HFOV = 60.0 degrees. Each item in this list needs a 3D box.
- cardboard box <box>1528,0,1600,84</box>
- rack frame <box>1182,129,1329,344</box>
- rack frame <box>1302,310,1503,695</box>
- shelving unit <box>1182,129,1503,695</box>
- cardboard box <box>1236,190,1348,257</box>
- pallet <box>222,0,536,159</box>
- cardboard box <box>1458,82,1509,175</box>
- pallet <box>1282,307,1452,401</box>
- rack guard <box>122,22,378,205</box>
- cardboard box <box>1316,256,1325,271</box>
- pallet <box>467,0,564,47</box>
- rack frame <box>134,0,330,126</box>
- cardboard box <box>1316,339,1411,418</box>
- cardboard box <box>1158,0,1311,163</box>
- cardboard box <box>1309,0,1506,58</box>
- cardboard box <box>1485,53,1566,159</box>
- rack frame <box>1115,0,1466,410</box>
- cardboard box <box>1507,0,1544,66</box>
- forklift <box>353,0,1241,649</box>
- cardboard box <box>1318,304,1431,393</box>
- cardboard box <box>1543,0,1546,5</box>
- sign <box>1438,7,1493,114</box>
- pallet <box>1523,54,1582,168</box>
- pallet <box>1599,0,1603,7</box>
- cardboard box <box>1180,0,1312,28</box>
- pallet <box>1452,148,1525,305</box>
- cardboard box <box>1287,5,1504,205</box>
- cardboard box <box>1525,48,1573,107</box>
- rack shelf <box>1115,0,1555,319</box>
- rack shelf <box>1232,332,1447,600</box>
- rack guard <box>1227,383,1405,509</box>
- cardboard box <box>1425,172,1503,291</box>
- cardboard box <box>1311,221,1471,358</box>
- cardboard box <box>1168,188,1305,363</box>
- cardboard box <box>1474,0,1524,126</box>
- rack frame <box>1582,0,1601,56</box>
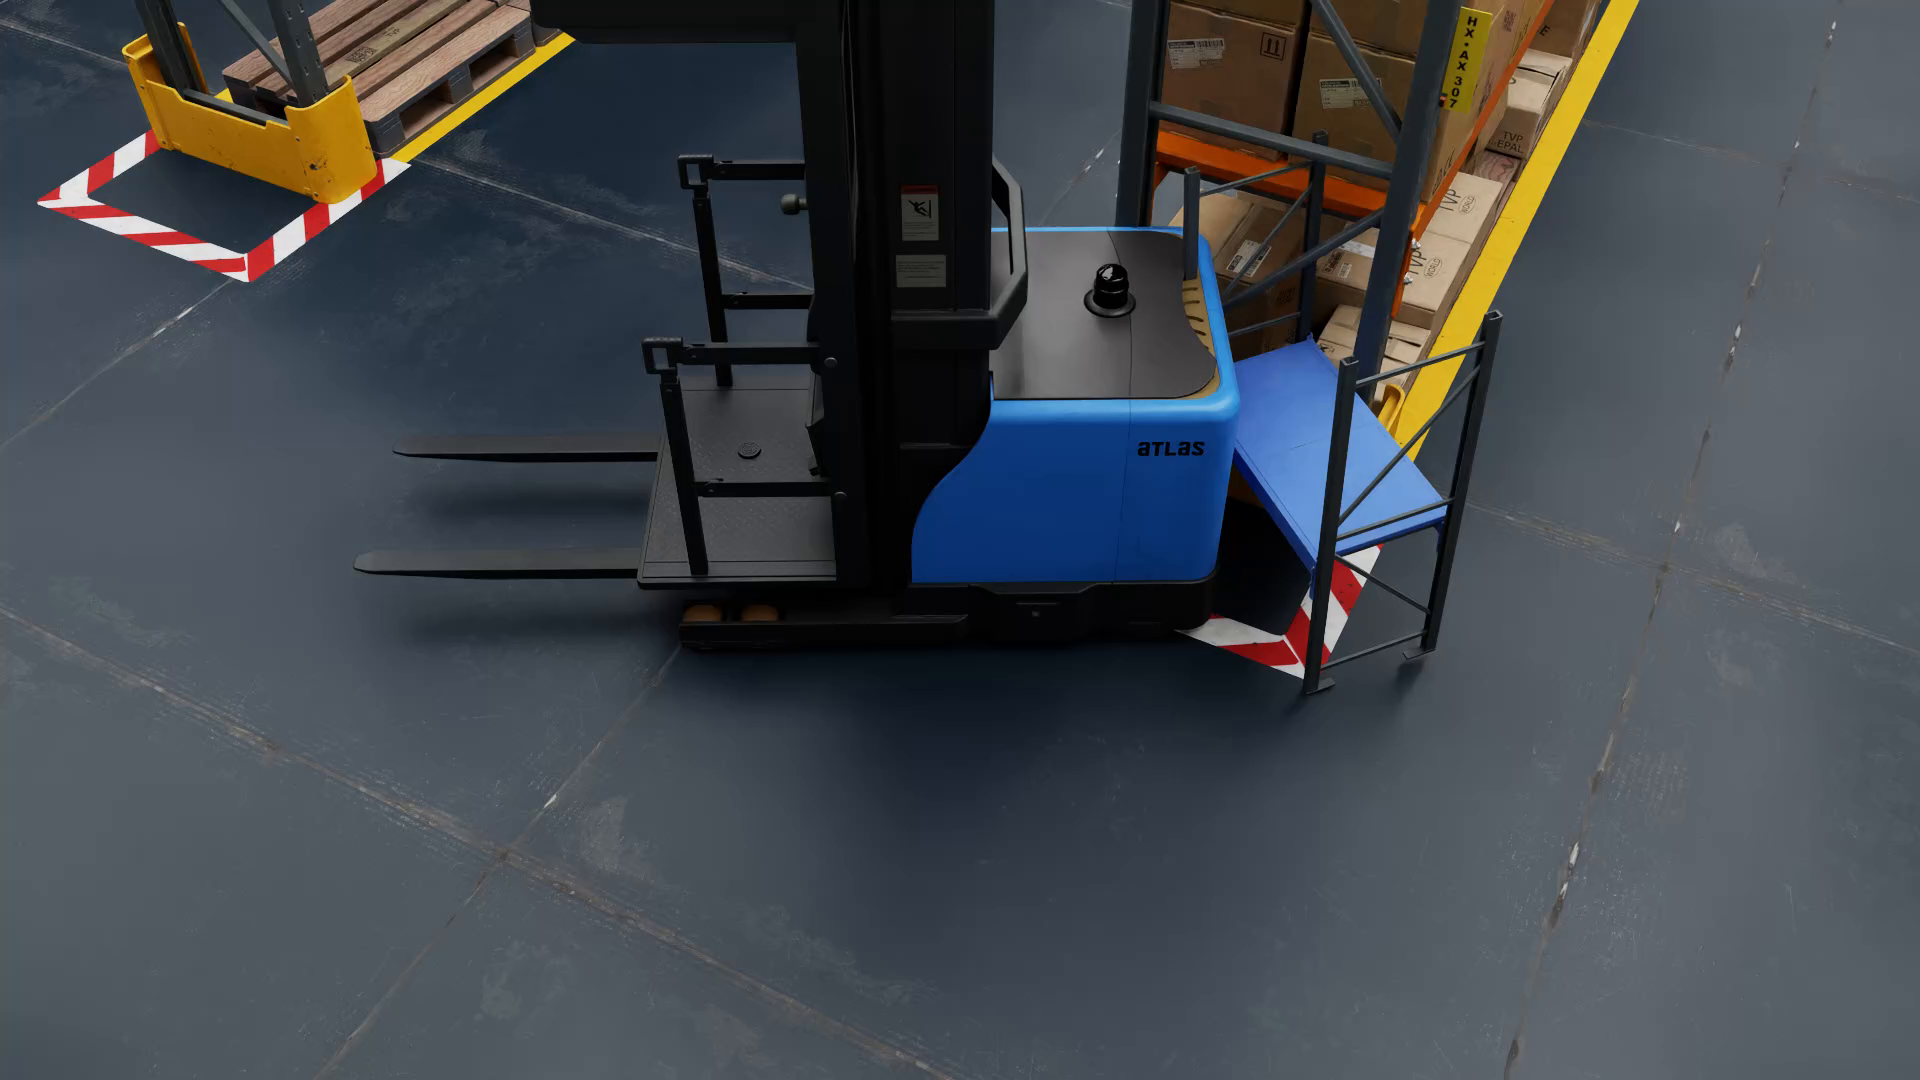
[{"bbox_3d":[2.859,-2.639,8.197,0.500,0.500,0.500,20,49,19],"label":"cardboard box"},{"bbox_3d":[1.016,-0.741,5.899,0.500,1.500,0.032,-18,48,-10],"label":"rack frame"},{"bbox_3d":[1.361,-0.061,5.227,0.500,1.500,0.032,-18,48,-10],"label":"rack frame"},{"bbox_3d":[1.189,-0.401,5.563,0.538,1.500,1.048,-18,48,-10],"label":"shelving unit"},{"bbox_3d":[1.517,-1.496,7.244,0.500,0.250,0.500,20,49,19],"label":"cardboard box"},{"bbox_3d":[-2.953,-2.460,8.533,1.003,0.211,1.213,20,49,19],"label":"pallet"},{"bbox_3d":[2.004,-1.907,7.472,0.797,0.503,0.637,20,49,19],"label":"cardboard box"},{"bbox_3d":[1.420,-0.866,6.957,1.003,0.211,1.213,20,49,19],"label":"pallet"},{"bbox_3d":[-3.370,-2.035,7.910,1.175,0.500,0.348,20,49,19],"label":"rack guard"},{"bbox_3d":[1.317,-1.104,6.915,0.380,0.166,0.250,20,49,19],"label":"cardboard box"},{"bbox_3d":[-2.386,-3.226,9.290,1.003,0.211,1.213,20,49,19],"label":"pallet"},{"bbox_3d":[-3.371,-2.933,7.040,1.000,3.000,0.127,20,49,19],"label":"rack frame"},{"bbox_3d":[1.514,-0.599,6.428,0.380,0.149,0.250,20,49,19],"label":"cardboard box"},{"bbox_3d":[0.982,-1.703,5.754,0.500,0.500,0.500,22,49,20],"label":"cardboard box"},{"bbox_3d":[1.455,-1.875,5.221,0.500,0.500,0.500,22,49,20],"label":"cardboard box"},{"bbox_3d":[2.510,-2.100,7.798,0.500,0.311,0.500,20,49,19],"label":"cardboard box"},{"bbox_3d":[1.015,-1.296,5.422,1.000,3.000,0.127,20,49,19],"label":"rack frame"},{"bbox_3d":[1.925,-2.165,6.211,0.500,0.500,0.500,20,49,19],"label":"cardboard box"},{"bbox_3d":[-0.623,-1.025,5.202,3.031,2.935,1.130,-1,45,0],"label":"forklift"},{"bbox_3d":[1.630,-0.762,6.577,0.380,0.166,0.250,20,49,19],"label":"cardboard box"},{"bbox_3d":[2.158,-2.480,6.521,0.500,0.500,0.500,21,49,20],"label":"cardboard box"},{"bbox_3d":[1.496,-1.421,4.937,0.100,0.325,0.005,20,49,19],"label":"sign"},{"bbox_3d":[2.552,-2.403,8.477,1.003,0.211,1.213,20,49,19],"label":"pallet"},{"bbox_3d":[3.216,-3.360,9.423,1.003,0.211,1.213,20,49,19],"label":"pallet"},{"bbox_3d":[0.978,-2.053,5.397,0.500,0.500,0.500,20,49,19],"label":"cardboard box"},{"bbox_3d":[1.987,-1.631,7.714,1.003,0.211,1.213,20,49,19],"label":"pallet"},{"bbox_3d":[1.455,-1.523,5.576,0.500,0.500,0.500,21,49,20],"label":"cardboard box"},{"bbox_3d":[2.738,-2.259,8.069,0.380,0.149,0.250,20,49,19],"label":"cardboard box"},{"bbox_3d":[1.943,-2.303,6.923,1.077,0.370,4.000,20,49,19],"label":"rack shelf"},{"bbox_3d":[1.203,-0.279,5.694,0.538,0.185,1.000,-18,48,-10],"label":"rack shelf"},{"bbox_3d":[1.050,-0.465,6.358,1.175,0.500,0.348,20,49,19],"label":"rack guard"},{"bbox_3d":[1.983,-1.363,7.112,0.500,0.250,0.500,20,49,19],"label":"cardboard box"},{"bbox_3d":[1.751,-1.048,6.800,0.500,0.250,0.500,20,49,19],"label":"cardboard box"},{"bbox_3d":[1.049,-0.996,6.573,0.500,0.500,0.500,20,49,19],"label":"cardboard box"},{"bbox_3d":[1.689,-1.850,5.899,0.500,0.500,0.500,20,49,19],"label":"cardboard box"},{"bbox_3d":[2.872,-3.816,7.912,1.000,3.000,0.127,20,49,19],"label":"rack frame"}]
